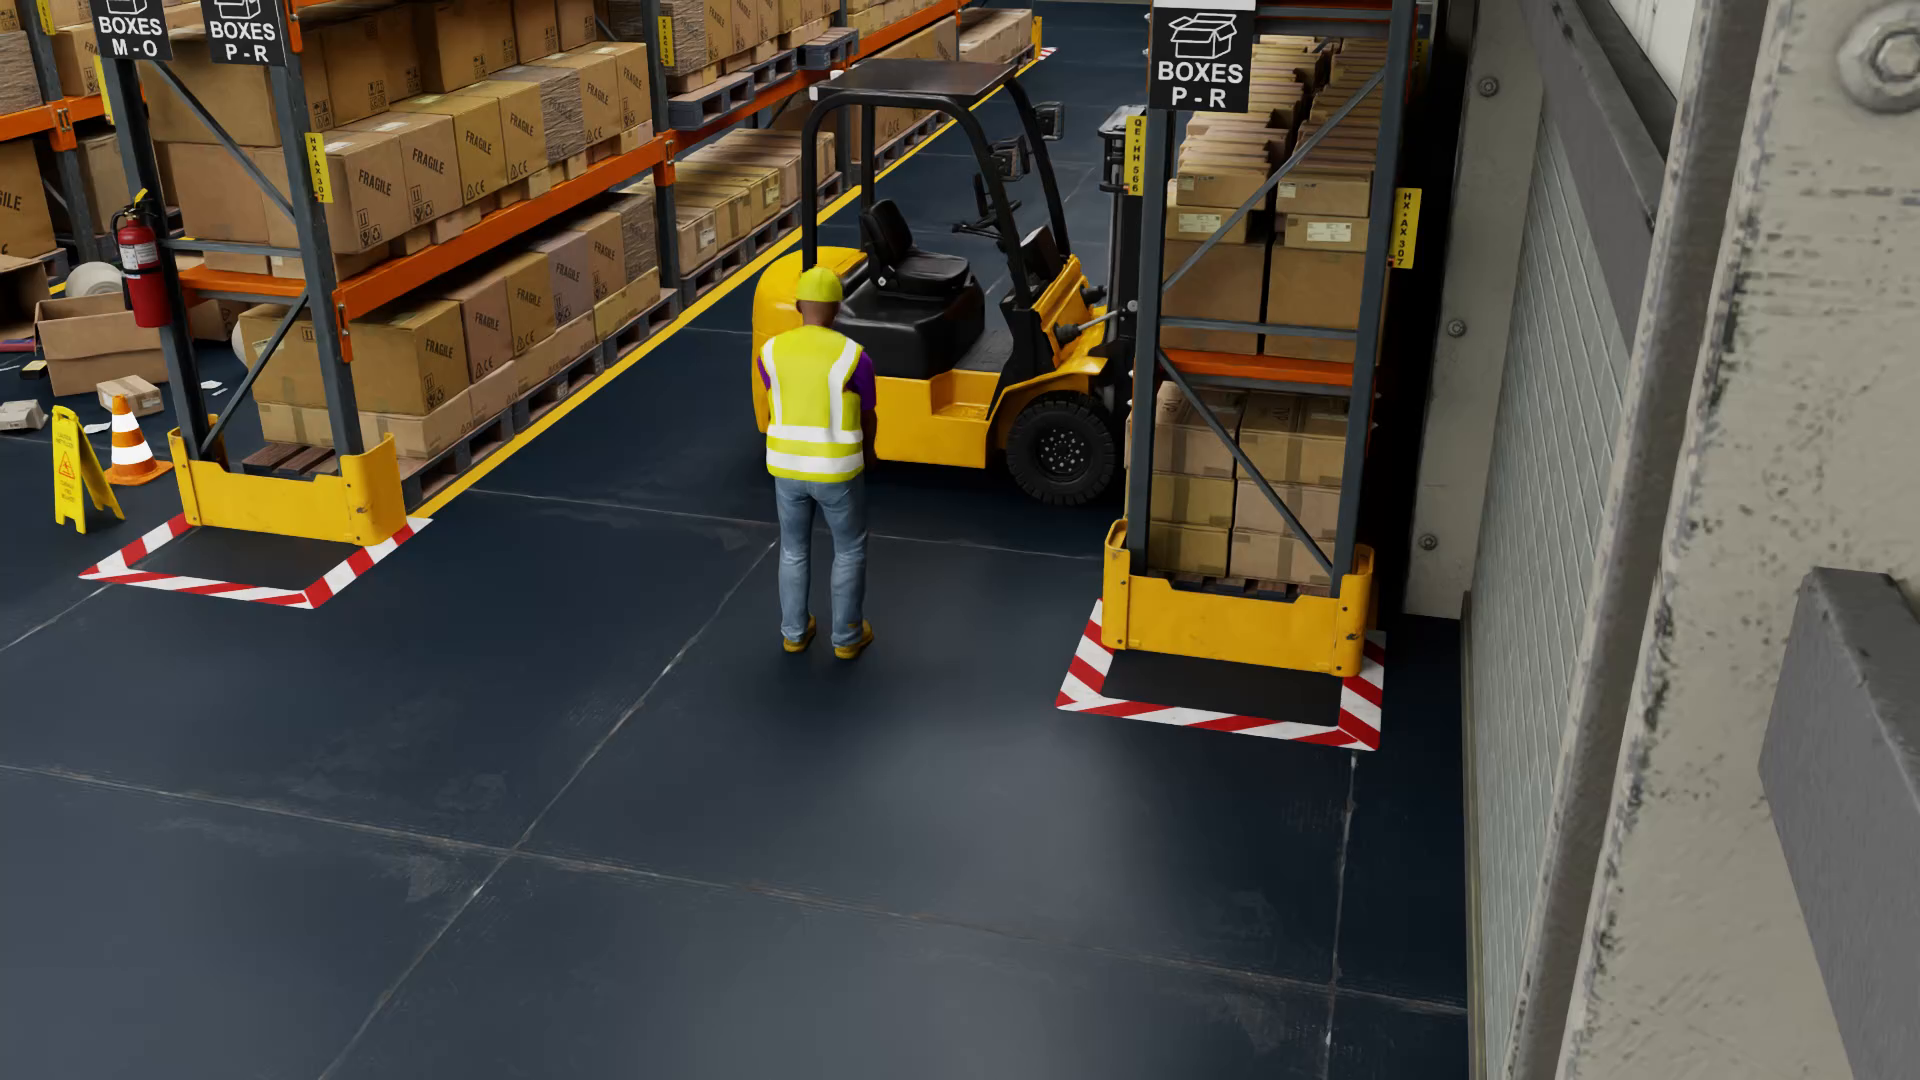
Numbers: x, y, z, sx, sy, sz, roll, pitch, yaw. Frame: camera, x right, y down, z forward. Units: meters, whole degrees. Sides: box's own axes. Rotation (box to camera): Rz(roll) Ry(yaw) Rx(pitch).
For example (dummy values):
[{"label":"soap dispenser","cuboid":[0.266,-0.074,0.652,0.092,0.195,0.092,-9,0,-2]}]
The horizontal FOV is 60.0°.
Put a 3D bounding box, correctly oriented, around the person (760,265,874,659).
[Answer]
[{"label":"person","cuboid":[-0.616,-0.336,7.332,0.458,1.733,0.532,6,26,12]}]
